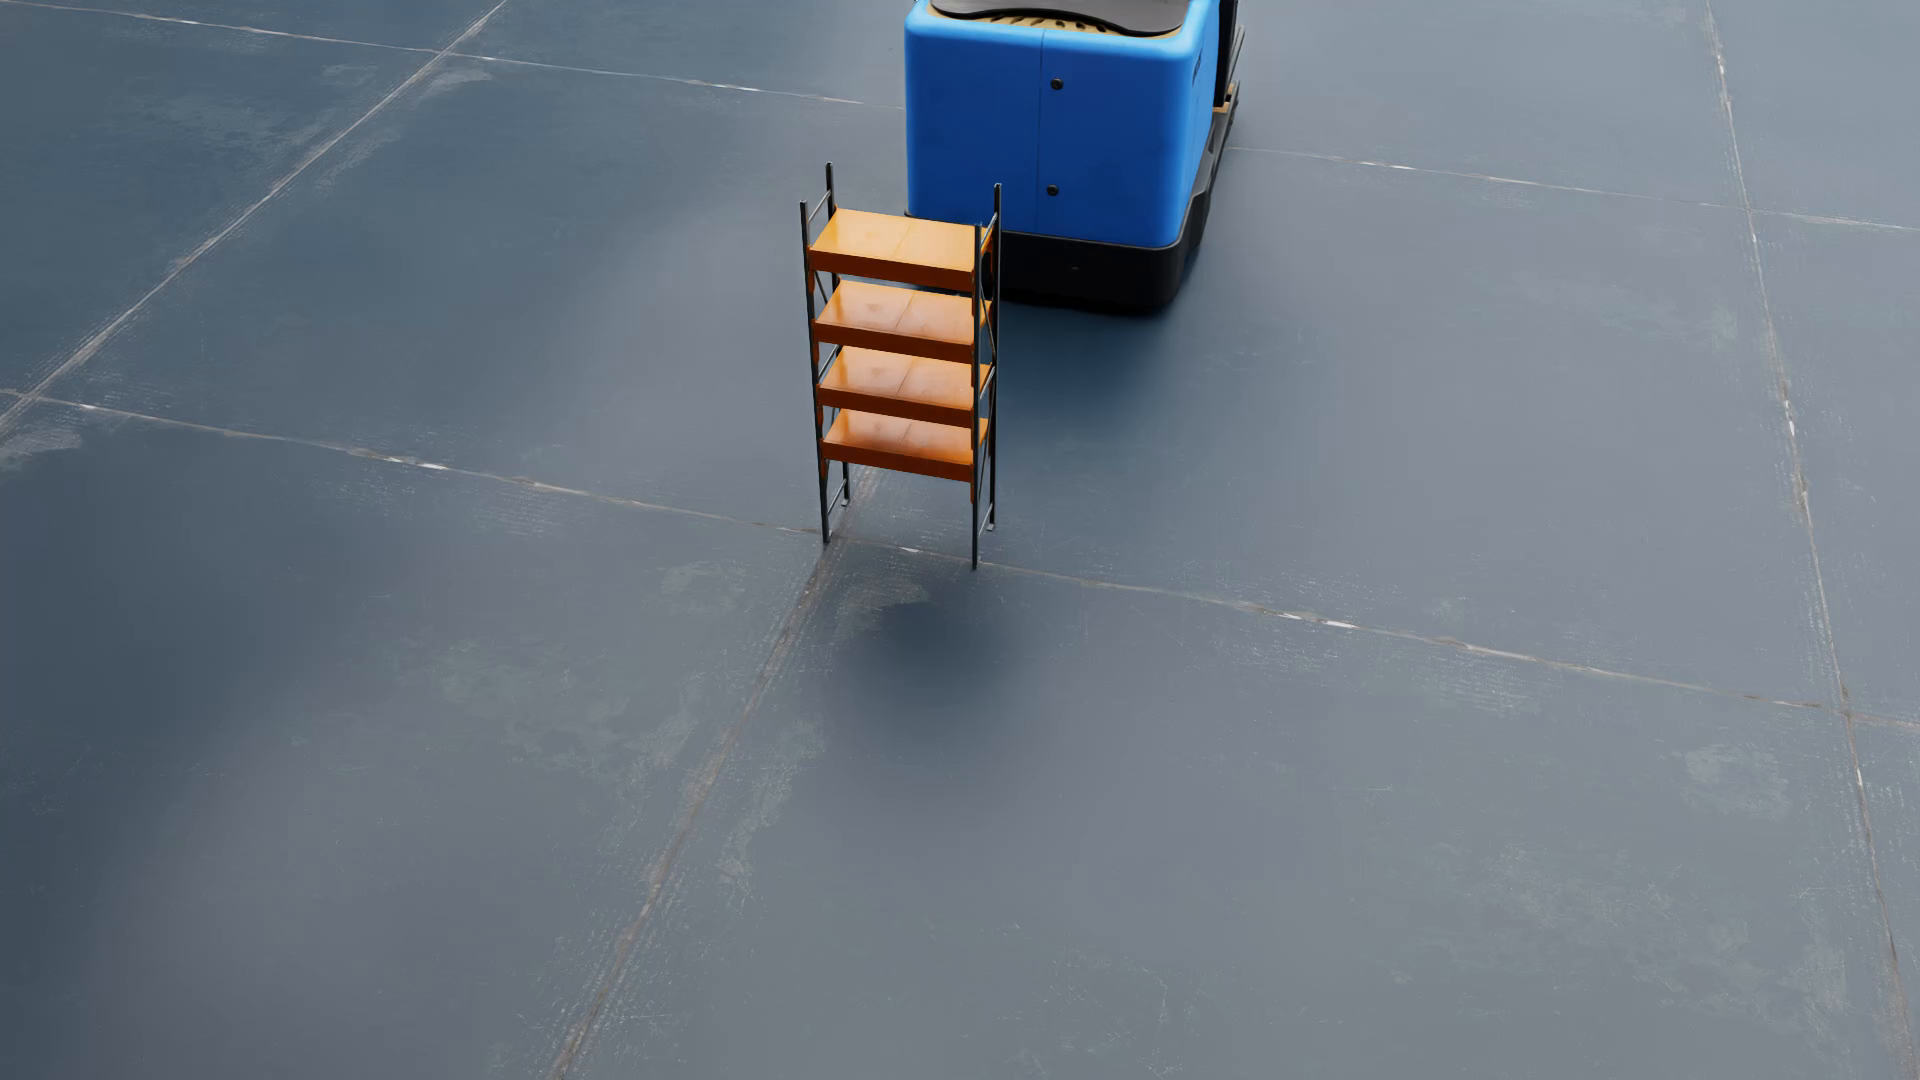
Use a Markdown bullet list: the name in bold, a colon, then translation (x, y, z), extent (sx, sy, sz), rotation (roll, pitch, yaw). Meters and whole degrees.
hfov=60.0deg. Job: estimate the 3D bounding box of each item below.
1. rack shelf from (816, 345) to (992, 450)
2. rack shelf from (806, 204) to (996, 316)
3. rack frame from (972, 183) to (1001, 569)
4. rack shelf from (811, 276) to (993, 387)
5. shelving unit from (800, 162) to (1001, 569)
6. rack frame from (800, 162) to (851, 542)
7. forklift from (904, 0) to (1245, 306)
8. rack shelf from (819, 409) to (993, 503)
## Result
- **rack shelf**: translation (-0.160, -0.435, 4.962), extent (0.480, 0.148, 0.258), rotation (10, 41, 11)
- **rack shelf**: translation (-0.160, -0.788, 4.666), extent (0.480, 0.148, 0.258), rotation (10, 41, 11)
- **rack frame**: translation (0.076, -0.446, 4.870), extent (0.015, 1.200, 0.240), rotation (10, 41, 11)
- **rack shelf**: translation (-0.160, -0.607, 4.818), extent (0.480, 0.148, 0.258), rotation (10, 41, 11)
- **shelving unit**: translation (-0.160, -0.487, 4.918), extent (0.503, 1.200, 0.258), rotation (10, 41, 11)
- **rack frame**: translation (-0.396, -0.528, 4.967), extent (0.015, 1.200, 0.240), rotation (10, 41, 11)
- **forklift**: translation (0.642, -2.950, 6.505), extent (1.130, 2.935, 3.031), rotation (9, 41, 11)
- **rack shelf**: translation (-0.160, -0.283, 5.089), extent (0.480, 0.148, 0.258), rotation (10, 41, 11)
